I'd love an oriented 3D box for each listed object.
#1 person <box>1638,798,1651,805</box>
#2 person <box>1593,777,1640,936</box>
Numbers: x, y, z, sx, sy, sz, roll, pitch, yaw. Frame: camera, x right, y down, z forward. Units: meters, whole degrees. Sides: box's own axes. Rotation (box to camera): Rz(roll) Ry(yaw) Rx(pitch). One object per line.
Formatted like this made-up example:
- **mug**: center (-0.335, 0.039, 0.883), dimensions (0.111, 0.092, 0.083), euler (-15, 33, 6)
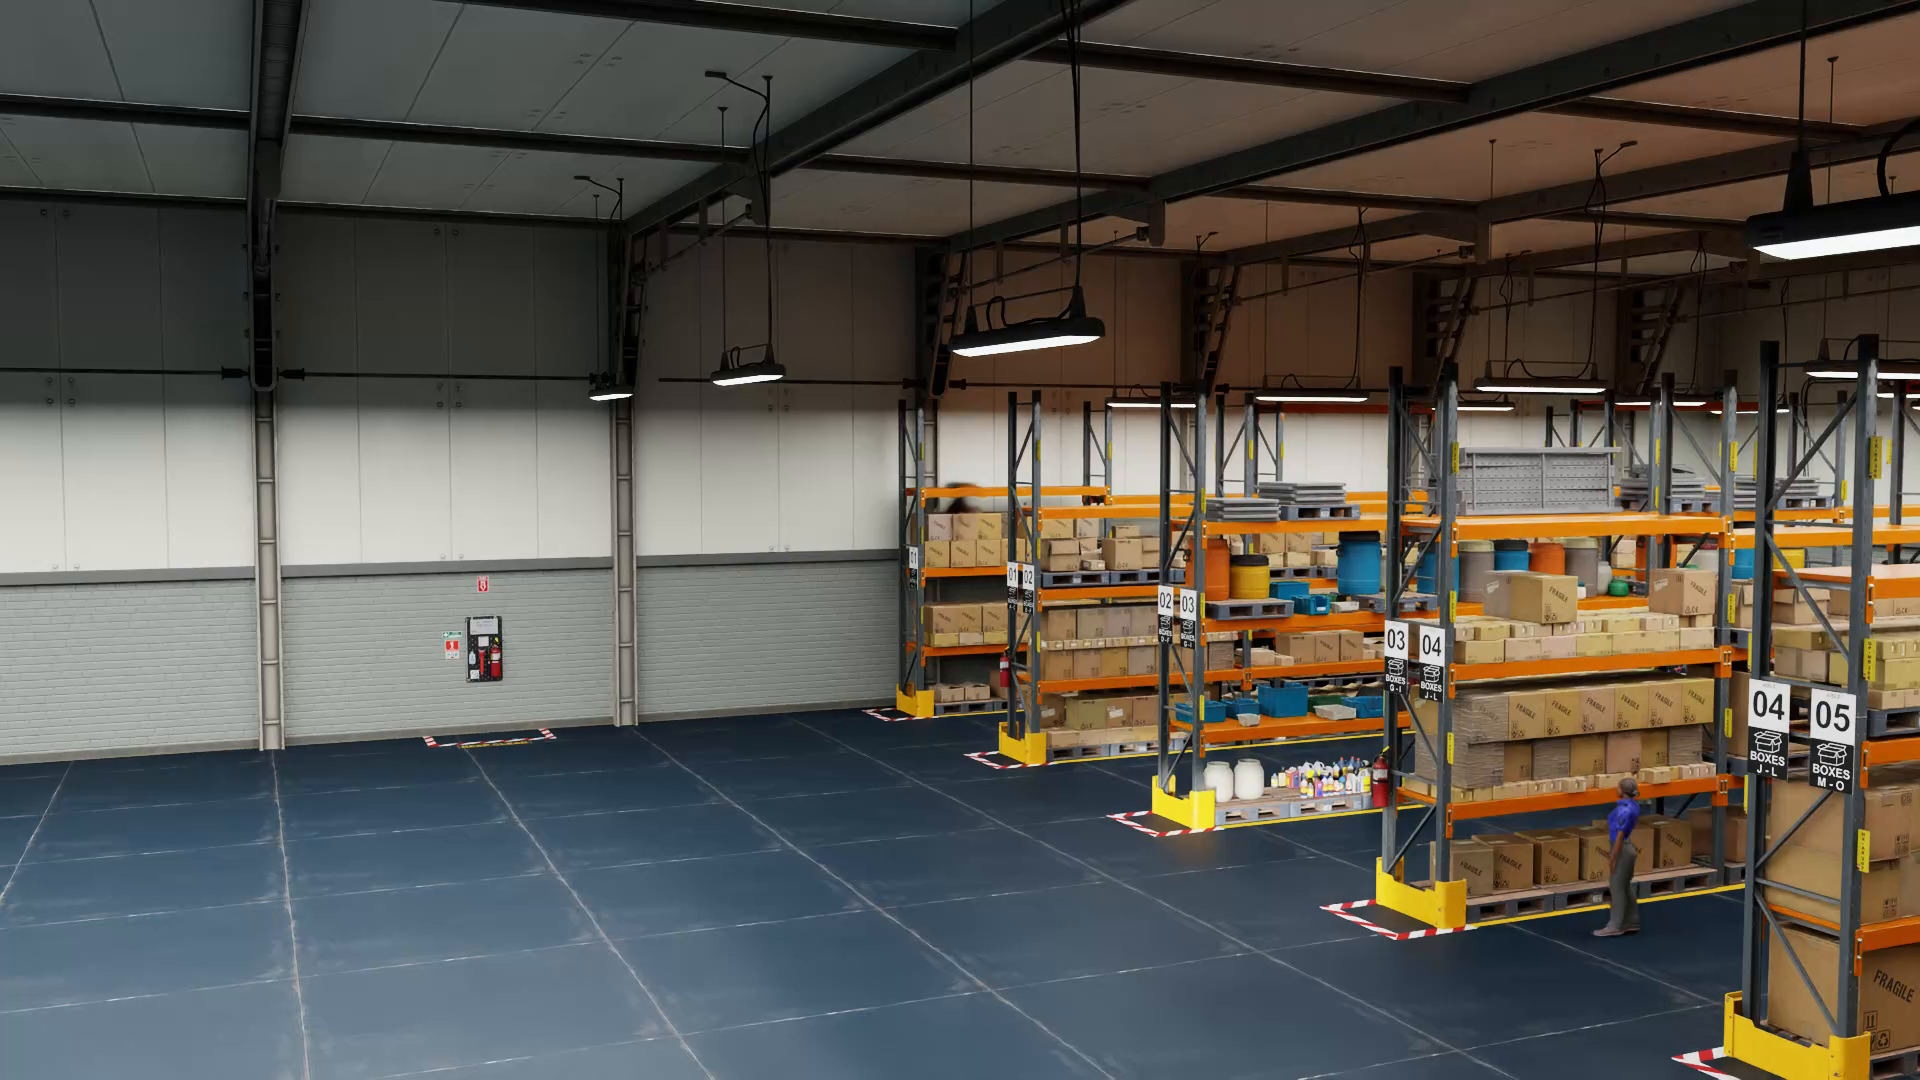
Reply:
- **person**: center (9.628, 2.951, 23.645), dimensions (0.509, 1.675, 0.367), euler (-1, 3, -15)
- **person**: center (6.923, 3.321, 17.487), dimensions (0.483, 1.672, 0.460), euler (1, 3, 13)
